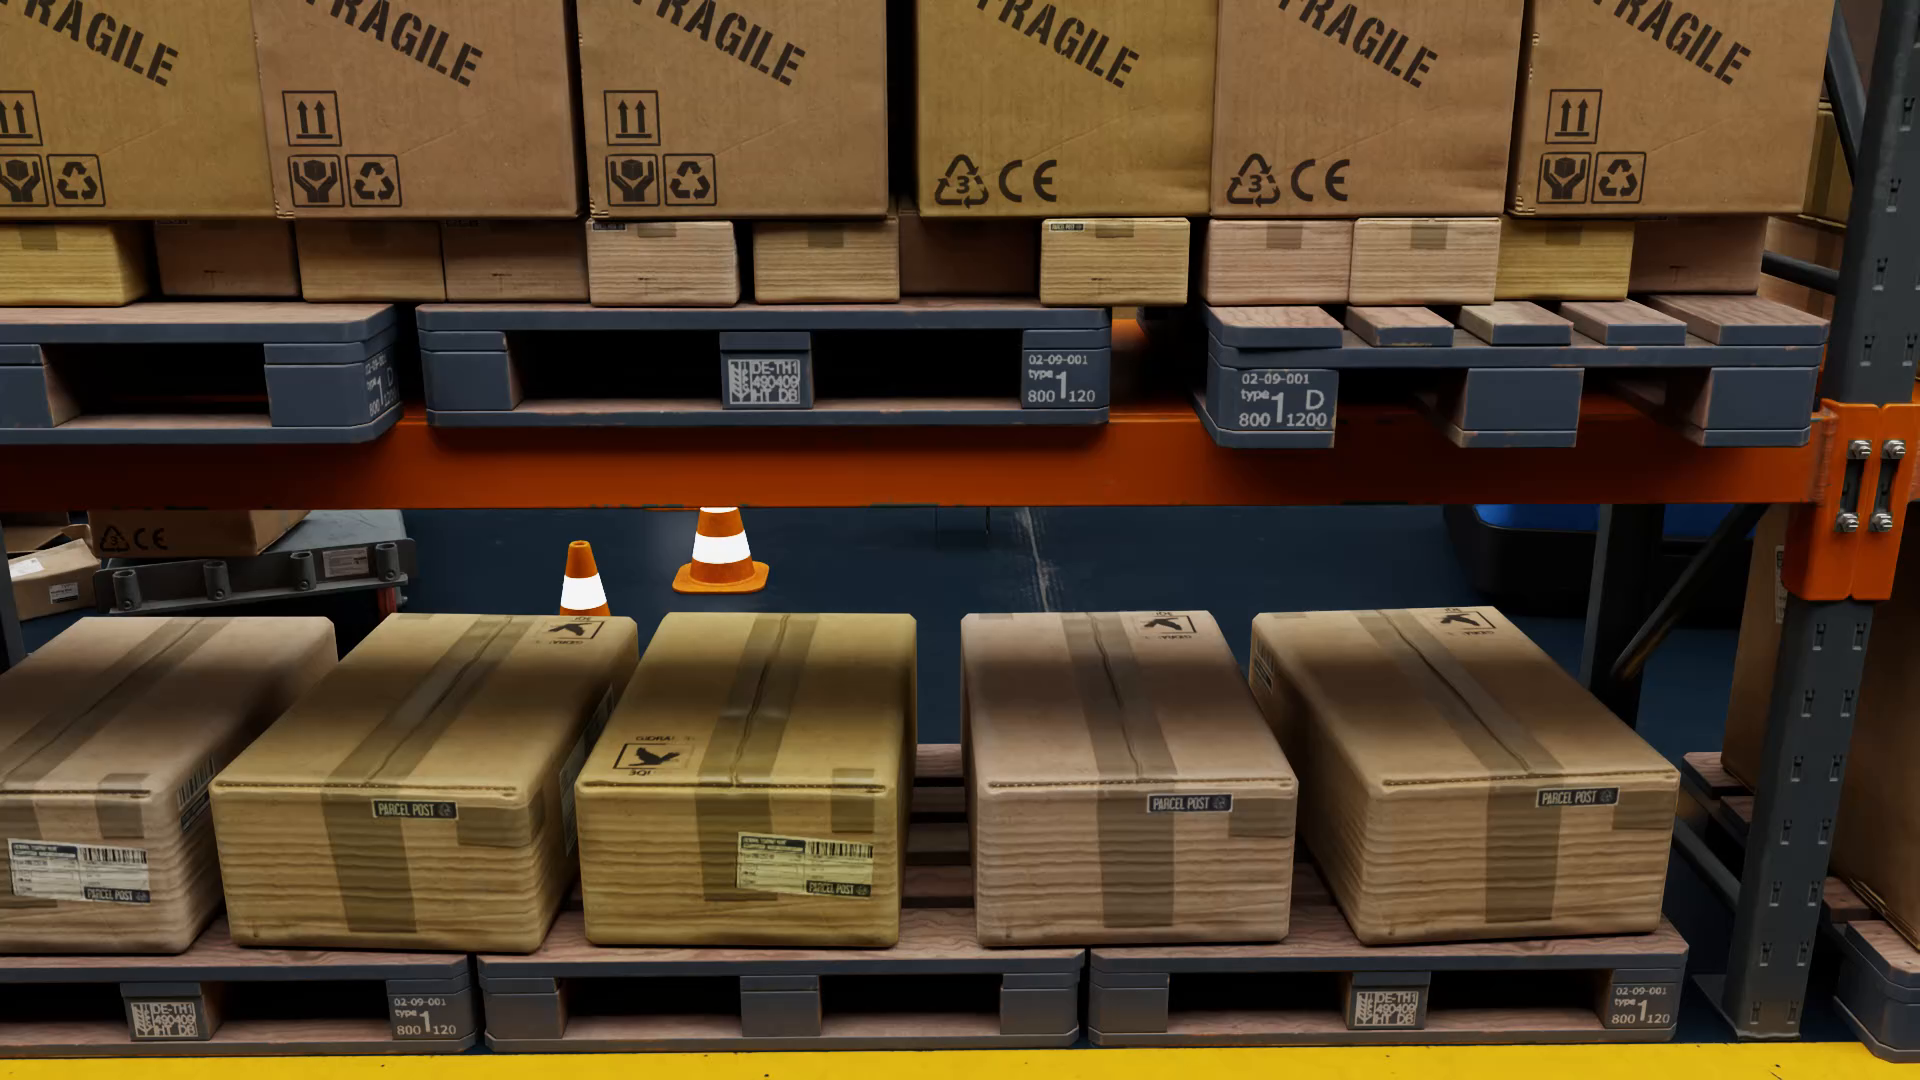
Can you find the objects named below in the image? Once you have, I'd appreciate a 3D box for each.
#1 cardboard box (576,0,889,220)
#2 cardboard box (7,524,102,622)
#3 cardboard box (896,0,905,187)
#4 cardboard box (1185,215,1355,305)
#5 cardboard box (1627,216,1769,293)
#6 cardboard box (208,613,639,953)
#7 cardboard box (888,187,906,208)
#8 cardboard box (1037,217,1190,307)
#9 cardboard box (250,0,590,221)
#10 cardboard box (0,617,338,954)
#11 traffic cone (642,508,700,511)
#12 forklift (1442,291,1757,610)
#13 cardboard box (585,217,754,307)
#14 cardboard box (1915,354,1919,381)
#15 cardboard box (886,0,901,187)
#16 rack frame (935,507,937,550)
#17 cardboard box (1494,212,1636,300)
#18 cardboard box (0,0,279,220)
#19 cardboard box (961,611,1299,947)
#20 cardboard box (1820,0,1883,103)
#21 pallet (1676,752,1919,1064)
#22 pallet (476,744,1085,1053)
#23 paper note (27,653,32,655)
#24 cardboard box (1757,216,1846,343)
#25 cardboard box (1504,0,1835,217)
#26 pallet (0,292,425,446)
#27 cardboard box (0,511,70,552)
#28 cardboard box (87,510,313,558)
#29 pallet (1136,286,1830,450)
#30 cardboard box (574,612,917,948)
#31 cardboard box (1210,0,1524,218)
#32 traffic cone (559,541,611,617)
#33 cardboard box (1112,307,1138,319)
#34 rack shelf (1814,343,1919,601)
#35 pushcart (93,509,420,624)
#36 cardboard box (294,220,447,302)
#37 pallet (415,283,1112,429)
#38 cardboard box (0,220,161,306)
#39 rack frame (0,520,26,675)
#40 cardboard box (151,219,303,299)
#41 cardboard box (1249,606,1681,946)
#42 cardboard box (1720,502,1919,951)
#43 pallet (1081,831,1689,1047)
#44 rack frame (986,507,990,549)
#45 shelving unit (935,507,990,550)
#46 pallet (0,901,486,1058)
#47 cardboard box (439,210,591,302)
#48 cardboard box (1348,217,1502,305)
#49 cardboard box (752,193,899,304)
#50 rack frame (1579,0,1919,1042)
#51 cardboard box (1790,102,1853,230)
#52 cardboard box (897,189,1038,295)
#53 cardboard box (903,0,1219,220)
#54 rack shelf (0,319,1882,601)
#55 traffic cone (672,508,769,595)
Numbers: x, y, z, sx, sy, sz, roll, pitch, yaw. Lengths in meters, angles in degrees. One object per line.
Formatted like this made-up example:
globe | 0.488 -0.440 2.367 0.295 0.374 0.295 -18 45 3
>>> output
cardboard box | -0.384 -0.854 2.961 0.500 0.500 0.500 -1 18 -3
cardboard box | -3.215 0.107 5.780 0.396 0.266 0.258 -15 23 -39
cardboard box | 0.128 -1.011 3.451 0.500 0.500 0.500 0 18 0
cardboard box | 0.539 -0.533 3.021 0.250 0.149 0.380 -1 18 -3
cardboard box | 1.309 -0.570 3.137 0.250 0.149 0.380 0 18 1
cardboard box | -1.123 0.500 3.693 0.625 0.372 0.950 1 18 3
cardboard box | -0.049 -0.687 3.502 0.250 0.149 0.380 0 18 1
cardboard box | 0.264 -0.527 3.004 0.250 0.149 0.380 0 18 0
cardboard box | -0.898 -0.848 2.943 0.500 0.500 0.500 0 18 -1
cardboard box | -1.842 0.504 3.679 0.625 0.372 0.950 0 18 0
traffic cone | -1.181 -0.392 7.013 0.334 0.463 0.336 0 18 -1
forklift | 3.352 -1.226 5.572 3.031 2.935 1.130 3 18 9
cardboard box | -0.505 -0.528 3.006 0.250 0.149 0.380 0 18 1
cardboard box | 2.127 -0.417 3.182 0.500 0.250 0.500 -1 18 -2
cardboard box | -0.372 -1.011 3.451 0.500 0.500 0.500 -1 18 -3
rack frame | -0.094 -0.428 6.409 0.006 0.900 0.240 0 18 -1
cardboard box | 1.042 -0.546 3.064 0.250 0.149 0.380 0 18 0
cardboard box | -1.392 -0.850 2.949 0.500 0.500 0.500 0 18 -1
cardboard box | 0.330 0.494 3.711 0.625 0.372 0.950 -1 18 -2
cardboard box | 2.146 -1.169 3.480 0.500 0.500 0.500 -1 18 -2
pallet | 2.423 0.784 3.758 1.213 0.211 1.003 0 18 -1
pallet | -0.365 0.773 3.792 1.213 0.211 1.003 0 18 -1
paper note | -2.923 0.352 5.401 0.142 0.019 0.148 0 18 -1
cardboard box | 2.135 -0.573 3.669 0.500 0.250 0.500 -1 18 -3
cardboard box | 1.183 -0.865 2.995 0.500 0.500 0.500 -1 18 -2
pallet | -1.600 -0.411 3.234 1.213 0.211 1.003 0 18 -1
cardboard box | -3.715 -0.189 6.091 0.503 0.637 0.797 0 18 -1
cardboard box | -2.424 -0.257 5.292 0.500 0.500 0.500 0 18 -1
pallet | 0.922 -0.436 3.309 1.003 0.211 1.213 0 18 -1
cardboard box | -0.428 0.496 3.705 0.625 0.372 0.950 0 18 1
cardboard box | 0.666 -0.859 2.977 0.500 0.500 0.500 -1 18 -2
traffic cone | -1.148 0.231 5.070 0.334 0.463 0.336 0 18 -1
cardboard box | 0.844 -1.227 8.459 0.750 0.750 1.050 -1 18 -2
rack shelf | 3.633 -0.230 3.531 4.000 0.370 1.077 0 18 -1
pushcart | -2.452 0.009 5.902 0.936 0.377 1.648 -7 19 -20
cardboard box | -1.019 -0.542 3.050 0.250 0.149 0.380 0 18 0
pallet | -0.345 -0.449 3.352 1.213 0.211 1.003 0 18 -1
cardboard box | -1.559 -0.529 3.008 0.250 0.149 0.380 0 18 0
rack frame | -2.366 -0.544 3.331 0.127 3.000 1.000 0 18 -1
cardboard box | -1.277 -0.553 3.086 0.250 0.149 0.380 1 18 3
cardboard box | 1.068 0.488 3.730 0.625 0.372 0.950 -1 18 -5
cardboard box | 2.325 0.271 3.583 0.875 0.875 0.875 0 18 -1
pallet | 0.852 0.768 3.807 1.213 0.211 1.003 0 18 -1
rack frame | 0.110 -0.429 6.412 0.006 0.900 0.240 0 18 -1
shelving unit | 0.008 -0.429 6.410 0.210 0.900 0.258 0 18 -1
pallet | -1.588 0.780 3.770 1.213 0.211 1.003 0 18 -1
cardboard box | -0.772 -0.542 3.051 0.250 0.149 0.380 0 18 0
cardboard box | 0.791 -0.531 3.017 0.250 0.149 0.380 0 18 -1
cardboard box | -0.239 -0.538 3.038 0.250 0.149 0.380 -1 18 -3
rack frame | 1.633 -0.563 3.391 0.127 3.000 1.000 0 18 -1
cardboard box | 2.114 -0.809 3.587 0.500 0.250 0.500 0 18 -1
cardboard box | 0.011 -0.564 3.120 0.250 0.149 0.380 0 18 0
cardboard box | 0.162 -0.856 2.968 0.500 0.500 0.500 -1 18 -5
rack shelf | -0.366 -0.211 3.471 4.000 0.370 1.077 0 18 -1
traffic cone | -0.874 -0.076 6.027 0.334 0.463 0.336 0 18 -1
